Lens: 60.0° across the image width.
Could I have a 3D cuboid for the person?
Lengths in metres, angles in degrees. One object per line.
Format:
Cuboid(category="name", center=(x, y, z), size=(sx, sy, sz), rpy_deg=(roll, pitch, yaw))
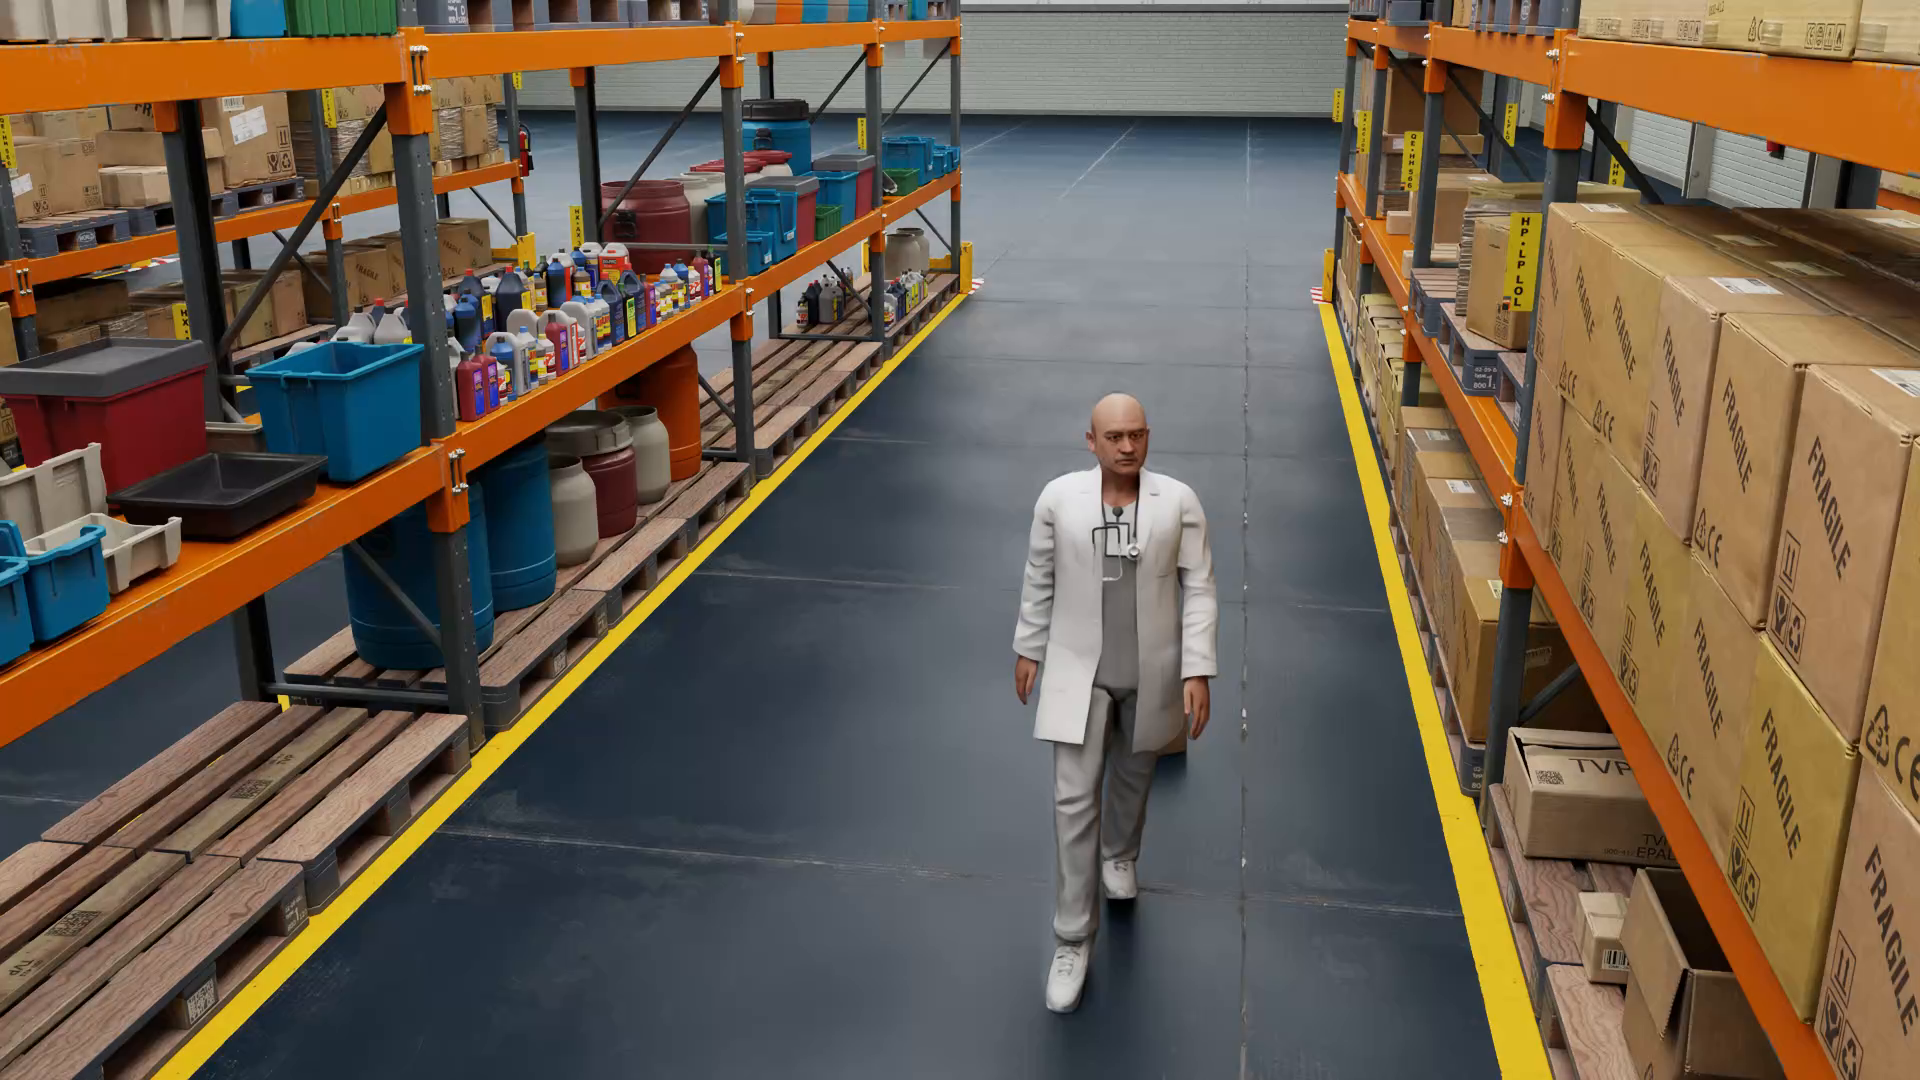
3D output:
Cuboid(category="person", center=(0.485, 0.441, 5.176), size=(0.621, 1.779, 0.941), rpy_deg=(0, 18, -1))
